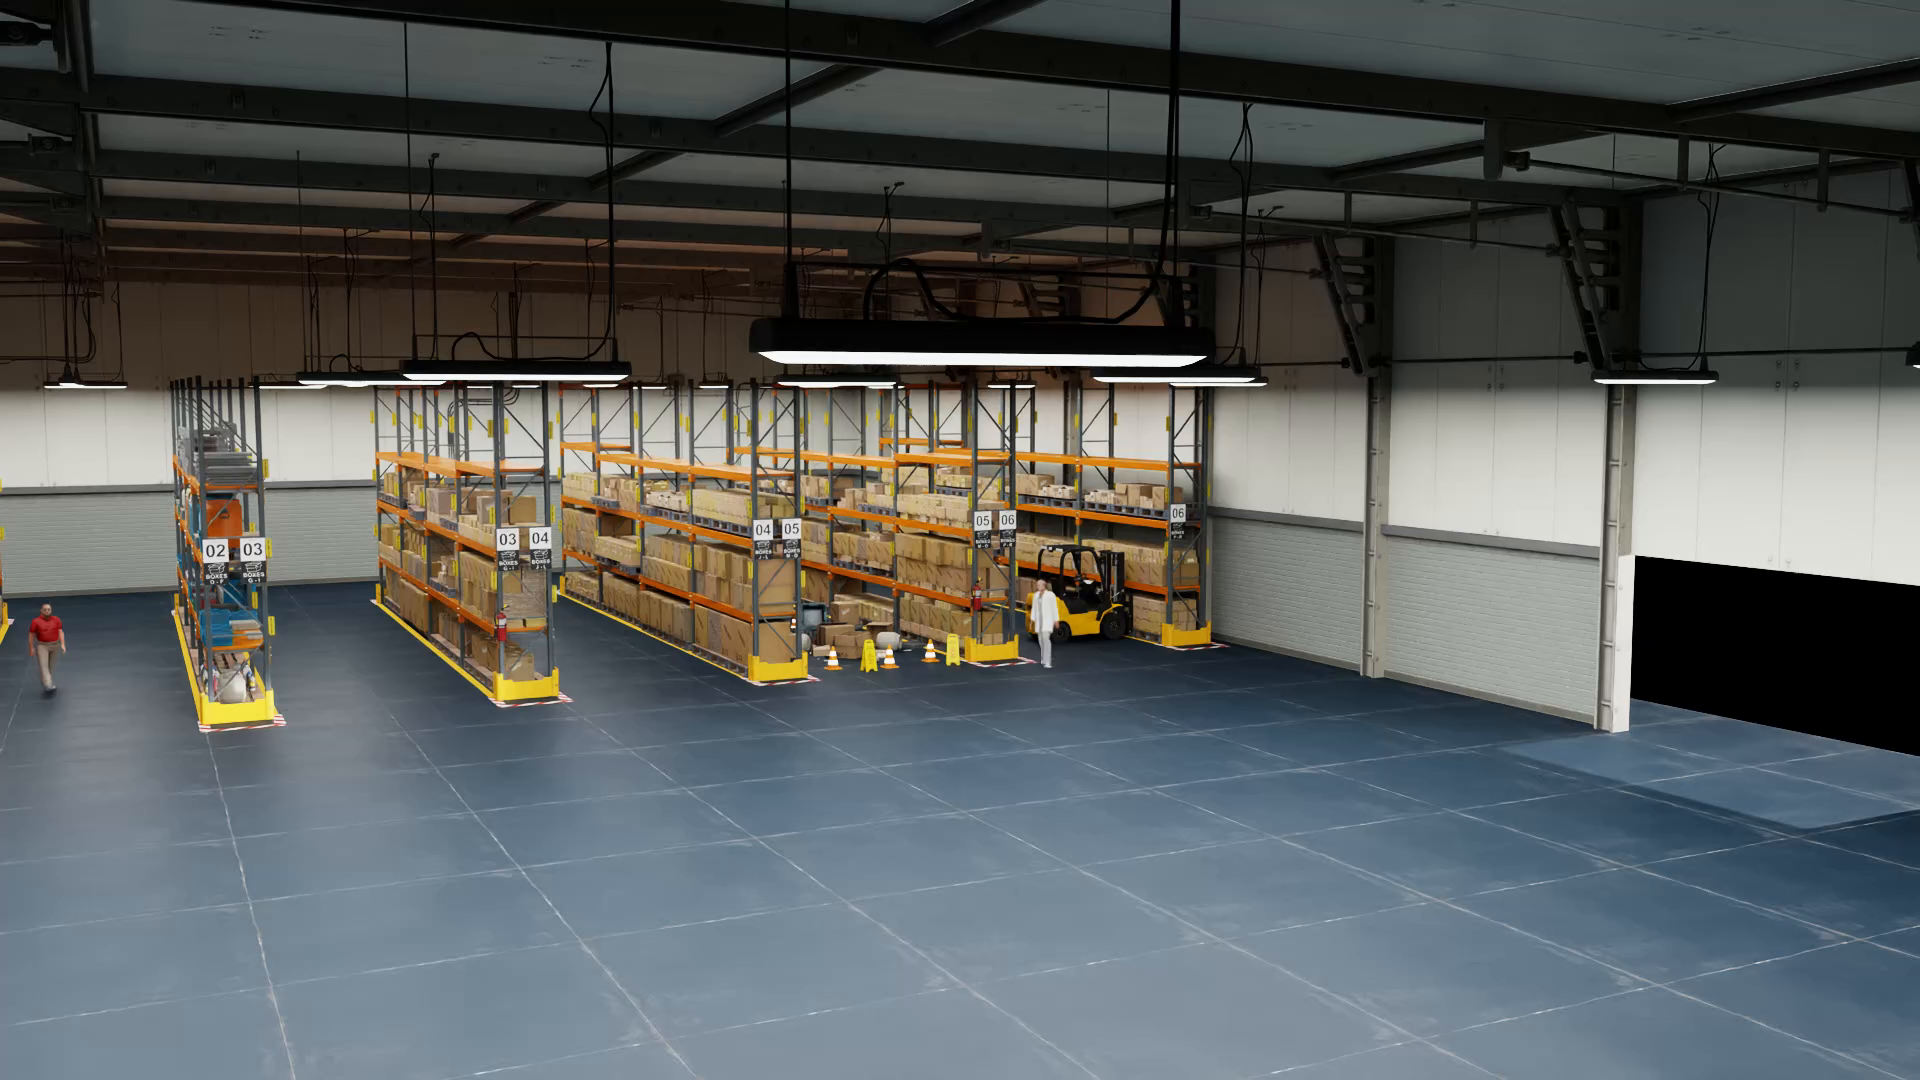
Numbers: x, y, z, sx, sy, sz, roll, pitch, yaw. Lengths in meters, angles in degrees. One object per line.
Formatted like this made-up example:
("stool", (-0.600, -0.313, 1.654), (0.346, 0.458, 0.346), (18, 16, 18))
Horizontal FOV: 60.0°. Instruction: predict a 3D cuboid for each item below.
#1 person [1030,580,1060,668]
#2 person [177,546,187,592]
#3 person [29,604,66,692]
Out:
("person", (1.747, 1.744, 34.898), (0.671, 1.816, 0.546), (5, 7, 42))
("person", (-20.749, 0.954, 44.592), (0.432, 1.589, 0.518), (1, 5, 7))
("person", (-17.363, 2.047, 31.696), (1.081, 1.667, 0.570), (4, 6, 35))
